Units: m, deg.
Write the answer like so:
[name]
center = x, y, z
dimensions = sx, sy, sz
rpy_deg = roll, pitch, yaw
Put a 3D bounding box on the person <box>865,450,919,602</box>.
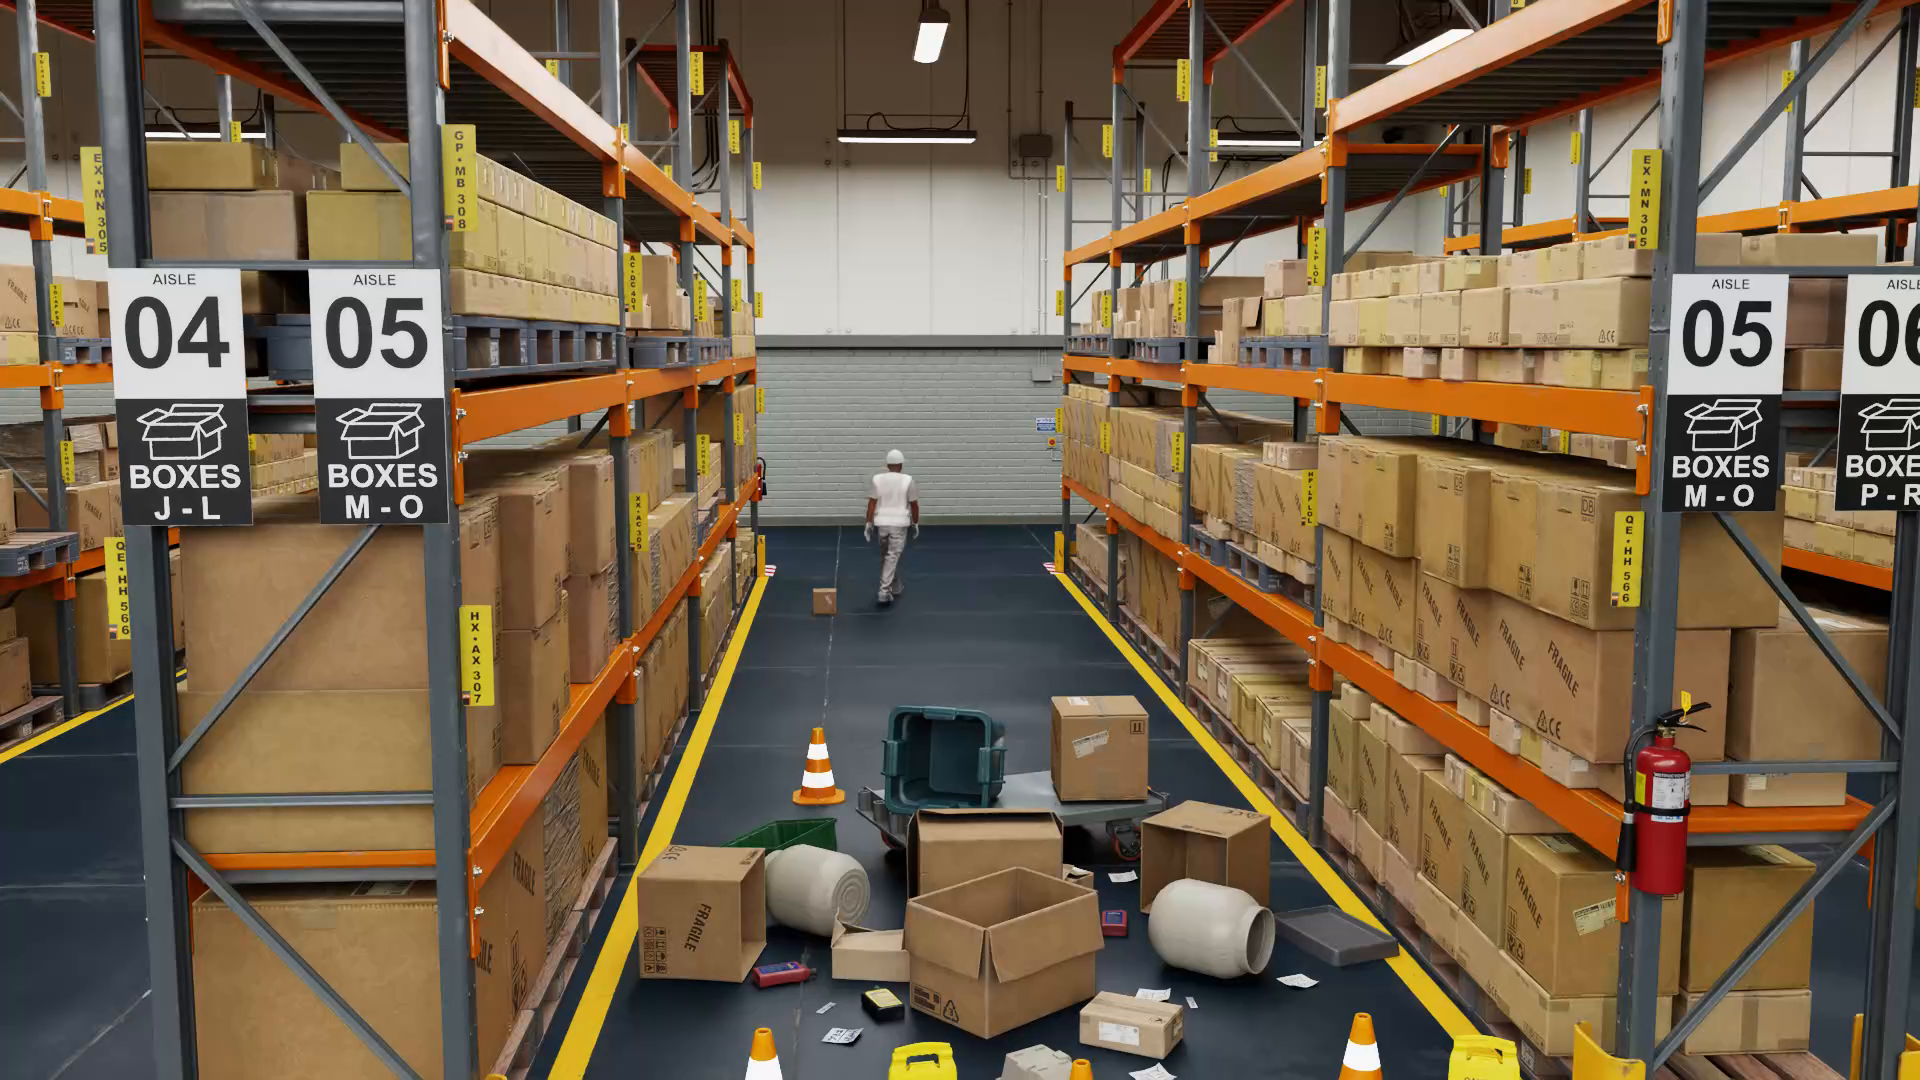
[person]
center = -0.748, -0.183, 19.174
dimensions = 0.575, 1.717, 1.056
rpy_deg = 2, 7, 18
